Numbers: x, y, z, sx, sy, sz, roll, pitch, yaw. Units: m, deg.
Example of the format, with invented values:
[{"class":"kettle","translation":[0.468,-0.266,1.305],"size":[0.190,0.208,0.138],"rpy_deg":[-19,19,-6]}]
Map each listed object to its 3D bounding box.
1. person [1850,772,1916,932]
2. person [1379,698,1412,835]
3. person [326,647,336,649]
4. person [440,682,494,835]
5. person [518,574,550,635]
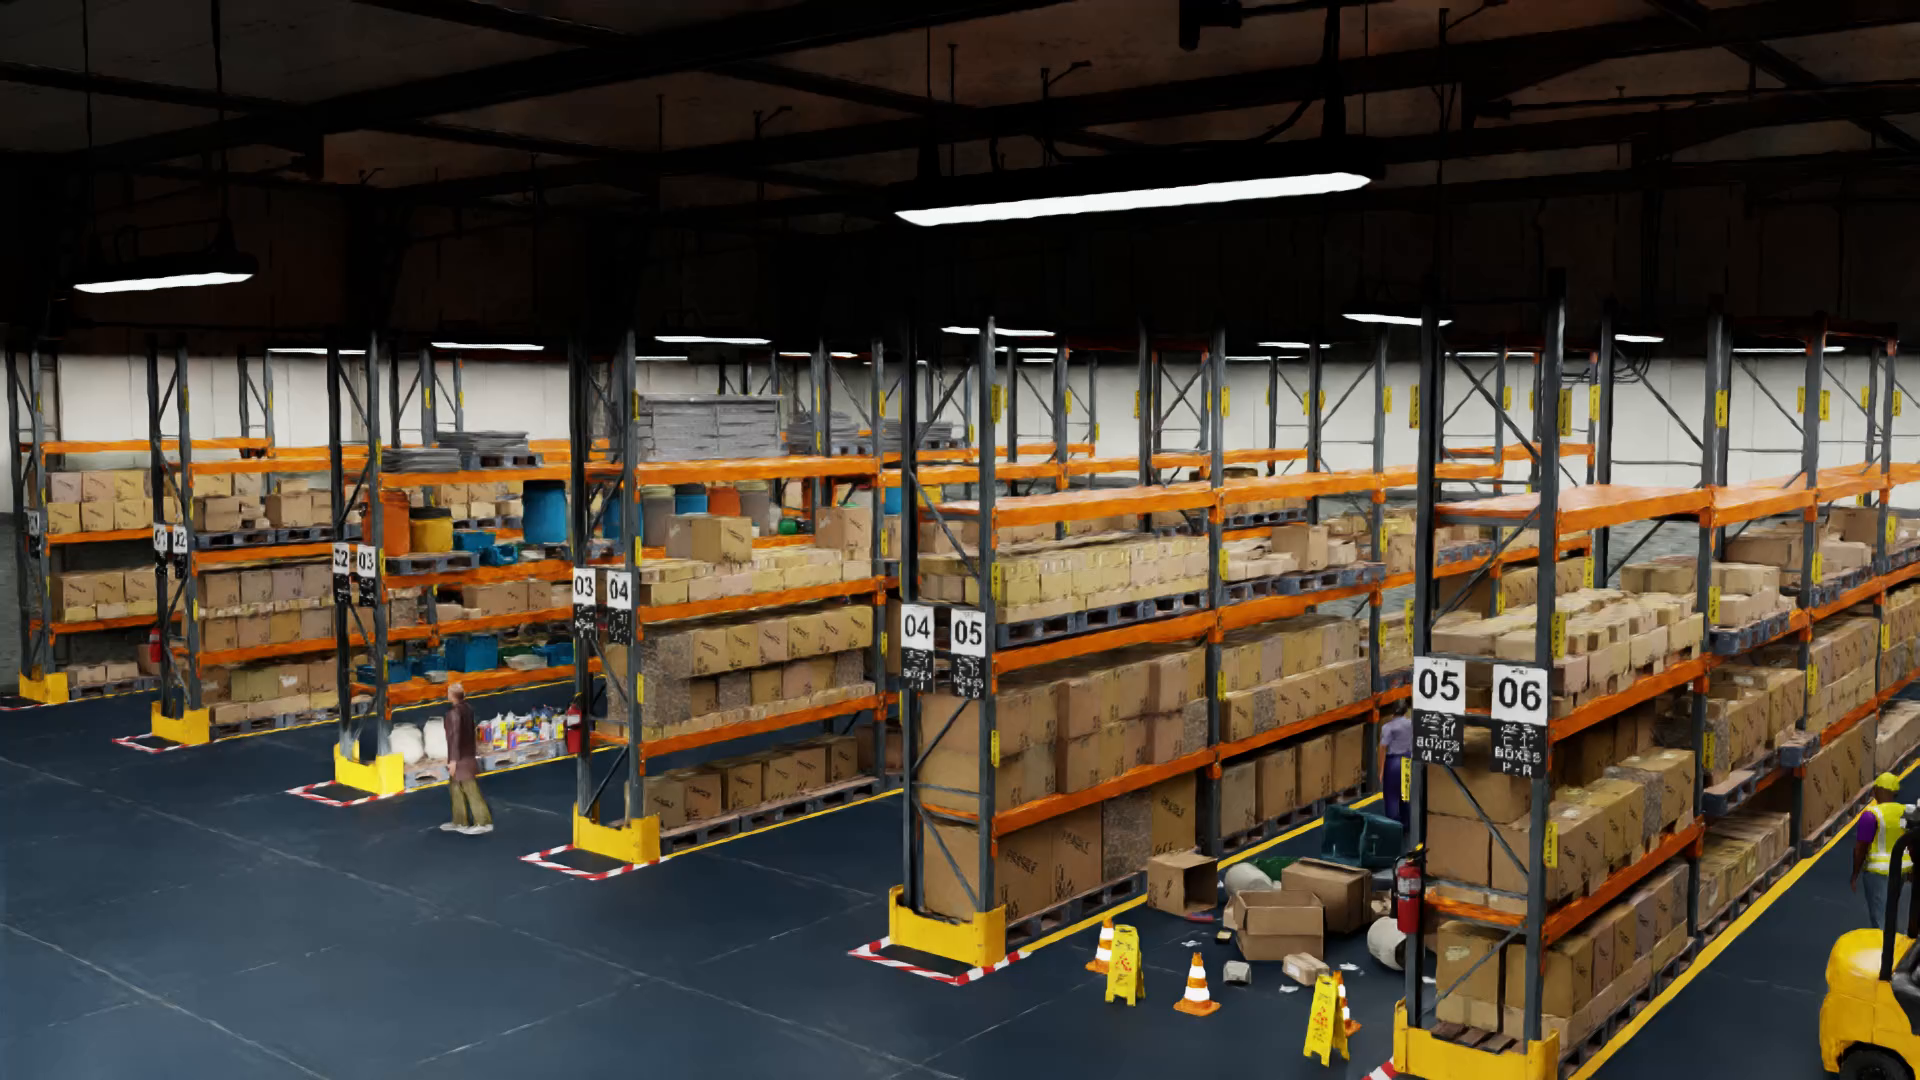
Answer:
[{"class":"person","translation":[8.224,2.936,14.846],"size":[0.673,1.763,0.580],"rpy_deg":[-2,5,-20]},{"class":"person","translation":[4.998,2.627,19.087],"size":[0.523,1.640,0.462],"rpy_deg":[-2,5,-20]},{"class":"person","translation":[-10.699,1.805,28.357],"size":[0.495,1.587,1.086],"rpy_deg":[5,7,41]},{"class":"person","translation":[-5.786,2.543,19.419],"size":[0.655,1.769,0.607],"rpy_deg":[0,5,-5]},{"class":"person","translation":[-8.221,1.447,32.022],"size":[0.540,1.646,1.130],"rpy_deg":[4,6,36]}]
